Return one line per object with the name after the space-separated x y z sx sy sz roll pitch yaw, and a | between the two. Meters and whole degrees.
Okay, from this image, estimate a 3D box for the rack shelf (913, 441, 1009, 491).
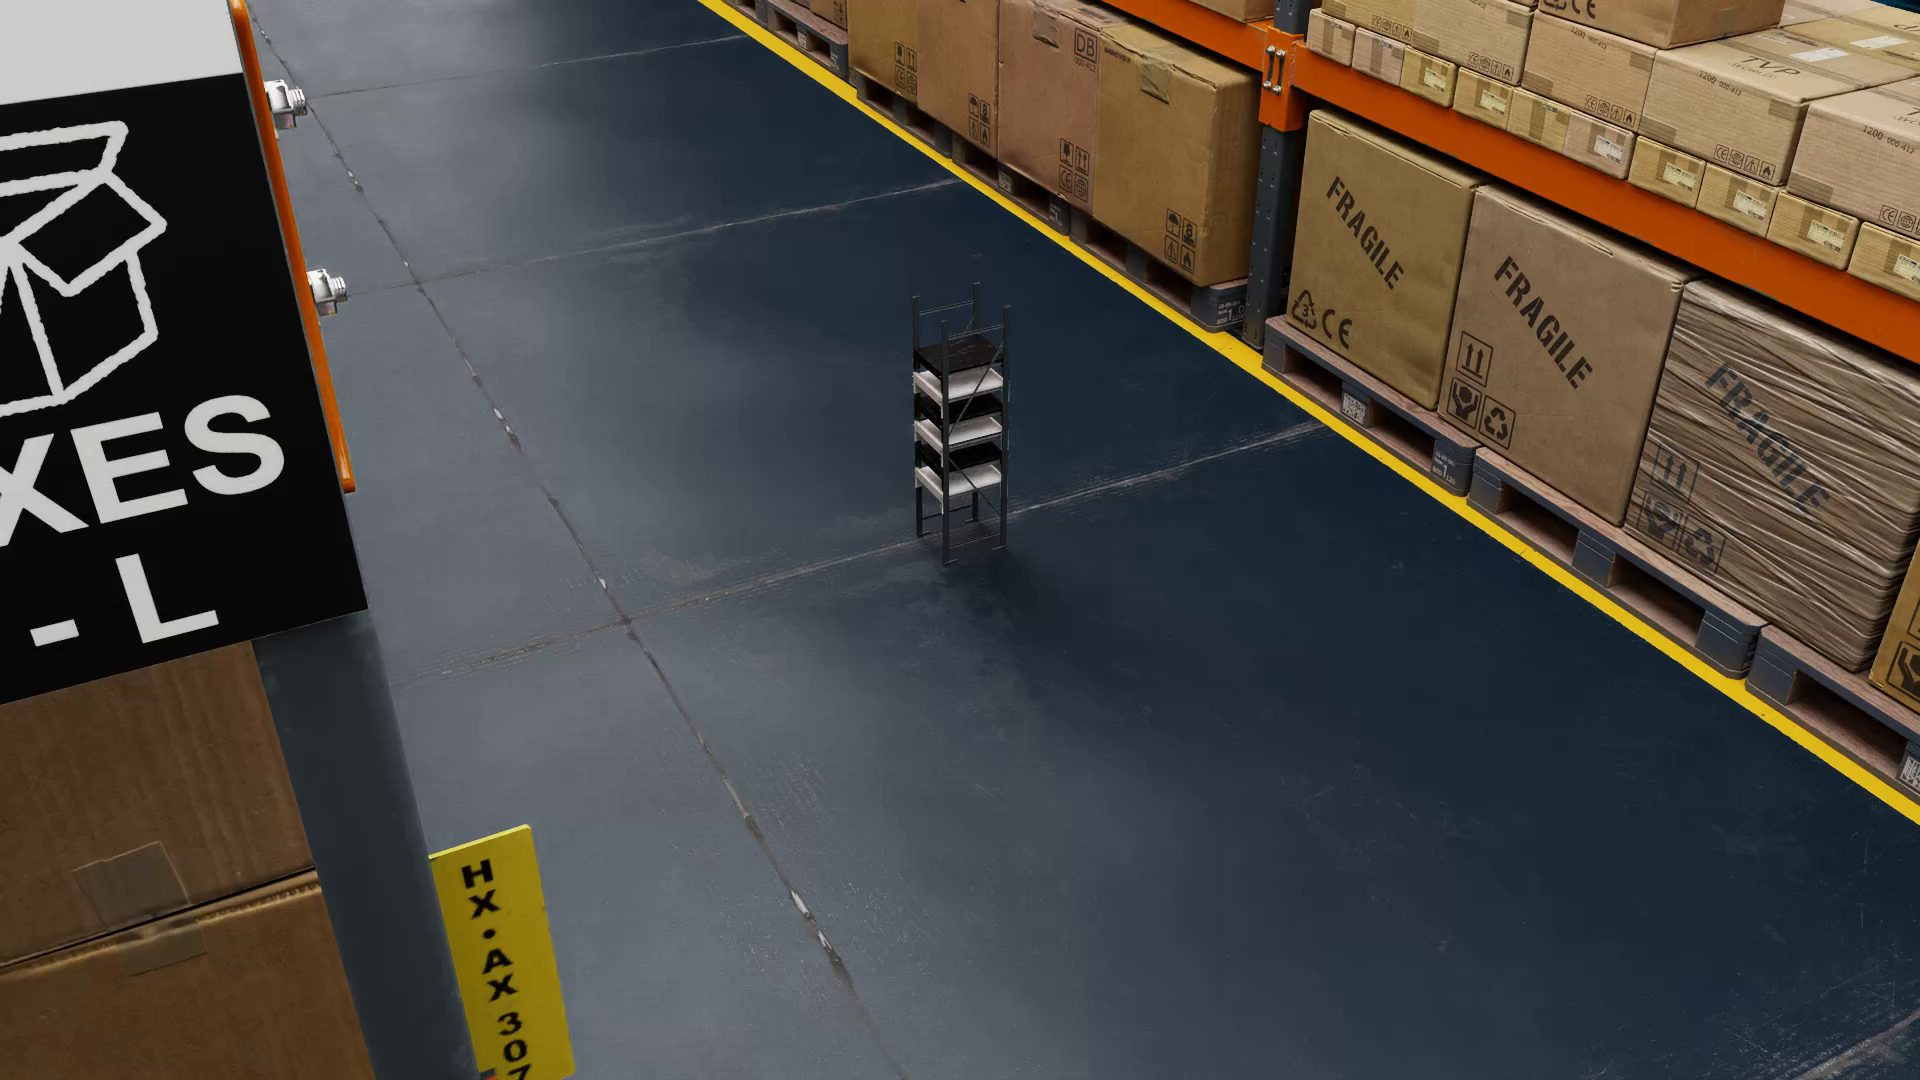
0.004 -0.271 5.568 0.258 0.077 0.200 -16 36 -23 | rack shelf

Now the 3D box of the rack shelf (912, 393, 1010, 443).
0.004 -0.423 5.471 0.258 0.077 0.200 -16 36 -23 | rack shelf

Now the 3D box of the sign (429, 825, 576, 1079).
-0.425 0.402 1.540 0.100 0.325 0.005 -16 36 -23 | sign

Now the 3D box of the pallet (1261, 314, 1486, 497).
1.950 -0.649 6.567 1.003 0.211 1.213 -16 36 -23 | pallet

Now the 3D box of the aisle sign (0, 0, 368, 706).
-0.606 -0.232 0.922 0.394 0.787 0.004 -16 36 -23 | aisle sign

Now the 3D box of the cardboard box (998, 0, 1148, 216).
0.931 -2.214 8.006 1.225 0.875 0.875 -17 36 -25 | cardboard box

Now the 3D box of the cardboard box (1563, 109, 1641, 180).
2.113 -1.256 5.163 0.380 0.149 0.250 -15 36 -23 | cardboard box

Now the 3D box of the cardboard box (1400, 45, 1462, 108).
1.754 -1.624 5.737 0.380 0.149 0.250 -15 35 -22 | cardboard box

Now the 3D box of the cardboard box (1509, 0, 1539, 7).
1.885 -2.054 5.343 0.500 0.500 0.500 -16 36 -23 | cardboard box

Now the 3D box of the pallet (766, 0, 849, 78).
-0.563 -3.314 10.726 1.003 0.211 1.213 -16 36 -23 | pallet

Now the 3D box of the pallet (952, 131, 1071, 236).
0.666 -1.964 8.619 1.003 0.211 1.213 -16 36 -23 | pallet

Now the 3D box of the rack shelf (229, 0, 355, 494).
-1.838 -1.012 2.435 1.077 0.370 4.000 -16 36 -23 | rack shelf

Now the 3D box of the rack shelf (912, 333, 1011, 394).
0.004 -0.574 5.374 0.258 0.077 0.200 -16 36 -23 | rack shelf

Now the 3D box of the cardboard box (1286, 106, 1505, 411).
1.902 -1.153 6.349 0.875 0.875 0.875 -16 36 -23 | cardboard box

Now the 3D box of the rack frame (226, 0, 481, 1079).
-0.902 0.902 1.562 0.949 2.616 0.053 -16 36 -23 | rack frame

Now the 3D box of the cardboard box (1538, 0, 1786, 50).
2.131 -1.806 4.957 0.500 0.500 0.500 -17 36 -25 | cardboard box

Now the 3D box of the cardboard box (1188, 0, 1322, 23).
1.205 -2.402 6.626 0.500 0.500 0.500 -16 36 -23 | cardboard box

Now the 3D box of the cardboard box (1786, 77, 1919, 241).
2.596 -1.008 4.406 0.500 0.250 0.500 -17 36 -25 | cardboard box

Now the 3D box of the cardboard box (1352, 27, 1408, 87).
1.631 -1.750 5.933 0.380 0.149 0.250 -17 36 -25 | cardboard box

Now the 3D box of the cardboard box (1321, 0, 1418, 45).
1.652 -1.977 5.919 0.500 0.250 0.500 -17 36 -24 | cardboard box

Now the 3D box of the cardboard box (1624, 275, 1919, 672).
2.736 -0.298 5.015 0.875 0.875 0.875 -16 36 -23 | cardboard box

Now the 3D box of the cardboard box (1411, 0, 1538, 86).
1.880 -1.739 5.547 0.500 0.250 0.500 -16 36 -23 | cardboard box

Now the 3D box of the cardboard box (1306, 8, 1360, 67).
1.509 -1.875 6.129 0.380 0.149 0.250 -16 36 -23 | cardboard box

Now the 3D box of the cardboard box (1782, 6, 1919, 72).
2.818 -1.390 5.003 0.500 0.250 0.500 -17 36 -24 | cardboard box

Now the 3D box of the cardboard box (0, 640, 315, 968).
-0.880 0.033 1.622 0.500 0.500 0.500 -16 36 -23 | cardboard box

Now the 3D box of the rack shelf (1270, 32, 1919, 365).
2.597 -0.948 5.116 1.077 0.370 4.000 -16 36 -23 | rack shelf

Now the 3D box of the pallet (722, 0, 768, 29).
-1.128 -3.895 11.634 1.003 0.211 1.213 -16 36 -23 | pallet

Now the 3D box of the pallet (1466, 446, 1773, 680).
2.523 -0.066 5.657 1.003 0.211 1.213 -16 36 -23 | pallet

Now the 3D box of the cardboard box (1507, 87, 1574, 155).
1.998 -1.377 5.351 0.380 0.149 0.250 -16 36 -24 | cardboard box

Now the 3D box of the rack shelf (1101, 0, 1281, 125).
0.732 -2.857 8.096 1.077 0.370 4.000 -16 36 -23 | rack shelf

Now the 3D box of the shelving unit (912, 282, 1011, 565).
0.004 -0.375 5.501 0.258 0.900 0.210 -16 36 -23 | shelving unit

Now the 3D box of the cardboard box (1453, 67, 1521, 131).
1.879 -1.499 5.542 0.380 0.149 0.250 -17 36 -24 | cardboard box

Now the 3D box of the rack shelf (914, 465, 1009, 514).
0.004 -0.195 5.616 0.258 0.077 0.200 -16 36 -23 | rack shelf

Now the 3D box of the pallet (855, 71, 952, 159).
0.101 -2.545 9.527 1.003 0.211 1.213 -16 36 -23 | pallet

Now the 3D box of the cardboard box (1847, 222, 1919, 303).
2.595 -0.765 4.396 0.380 0.149 0.250 -17 36 -24 | cardboard box

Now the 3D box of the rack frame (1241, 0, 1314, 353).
1.665 -2.205 6.412 1.000 3.000 0.127 -16 36 -23 | rack frame

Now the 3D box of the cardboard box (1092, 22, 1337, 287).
1.349 -1.788 7.341 1.225 0.875 0.875 -16 36 -23 | cardboard box

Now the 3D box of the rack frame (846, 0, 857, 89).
-0.200 -4.114 9.391 1.000 3.000 0.127 -16 36 -23 | rack frame

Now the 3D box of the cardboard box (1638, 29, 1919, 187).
2.349 -1.256 4.793 0.500 0.250 0.500 -16 36 -23 | cardboard box

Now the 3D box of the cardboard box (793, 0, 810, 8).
-0.800 -3.823 10.846 0.700 0.500 0.500 -19 37 -27 | cardboard box

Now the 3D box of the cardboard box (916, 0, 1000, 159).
0.512 -2.635 8.662 1.225 0.875 0.875 -16 36 -23 | cardboard box

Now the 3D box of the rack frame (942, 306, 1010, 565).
0.051 -0.327 5.425 0.240 0.900 0.006 -16 36 -23 | rack frame

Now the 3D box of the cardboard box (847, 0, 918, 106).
0.103 -3.062 9.329 1.225 0.875 0.875 -18 37 -25 | cardboard box

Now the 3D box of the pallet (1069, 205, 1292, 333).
1.238 -1.381 7.709 1.003 0.211 1.213 -16 36 -23 | pallet

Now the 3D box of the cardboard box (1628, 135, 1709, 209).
2.237 -1.131 4.968 0.380 0.149 0.250 -17 36 -24 | cardboard box

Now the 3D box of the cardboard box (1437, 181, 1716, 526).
2.321 -0.723 5.678 0.875 0.875 0.875 -16 36 -23 | cardboard box

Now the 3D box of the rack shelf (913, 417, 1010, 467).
0.004 -0.347 5.519 0.258 0.077 0.200 -16 36 -23 | rack shelf

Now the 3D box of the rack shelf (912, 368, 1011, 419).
0.004 -0.499 5.422 0.258 0.077 0.200 -16 36 -23 | rack shelf

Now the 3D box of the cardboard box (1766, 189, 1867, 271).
2.474 -0.889 4.589 0.380 0.149 0.250 -16 36 -23 | cardboard box

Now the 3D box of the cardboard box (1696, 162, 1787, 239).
2.360 -1.007 4.775 0.380 0.149 0.250 -15 36 -22 | cardboard box

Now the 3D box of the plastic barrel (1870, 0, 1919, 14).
5.478 -3.346 9.749 0.600 0.901 0.708 -16 36 -23 | plastic barrel

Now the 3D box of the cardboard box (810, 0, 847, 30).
-0.530 -3.562 10.438 0.700 0.500 0.500 -18 37 -26 | cardboard box

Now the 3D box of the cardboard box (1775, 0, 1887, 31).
2.584 -1.633 5.382 0.500 0.250 0.500 -15 36 -22 | cardboard box

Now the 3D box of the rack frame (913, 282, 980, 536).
-0.044 -0.424 5.577 0.240 0.900 0.006 -16 36 -23 | rack frame

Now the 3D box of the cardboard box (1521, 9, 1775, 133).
2.126 -1.493 5.163 0.500 0.250 0.500 -15 36 -22 | cardboard box

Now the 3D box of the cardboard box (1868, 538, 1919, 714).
3.161 0.136 4.338 0.875 0.875 0.875 -16 36 -23 | cardboard box

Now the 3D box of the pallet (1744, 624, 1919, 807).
3.088 0.516 4.749 1.003 0.211 1.213 -16 36 -23 | pallet

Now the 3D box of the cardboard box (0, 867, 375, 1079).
-0.870 0.452 1.896 0.500 0.500 0.500 -14 35 -21 | cardboard box
